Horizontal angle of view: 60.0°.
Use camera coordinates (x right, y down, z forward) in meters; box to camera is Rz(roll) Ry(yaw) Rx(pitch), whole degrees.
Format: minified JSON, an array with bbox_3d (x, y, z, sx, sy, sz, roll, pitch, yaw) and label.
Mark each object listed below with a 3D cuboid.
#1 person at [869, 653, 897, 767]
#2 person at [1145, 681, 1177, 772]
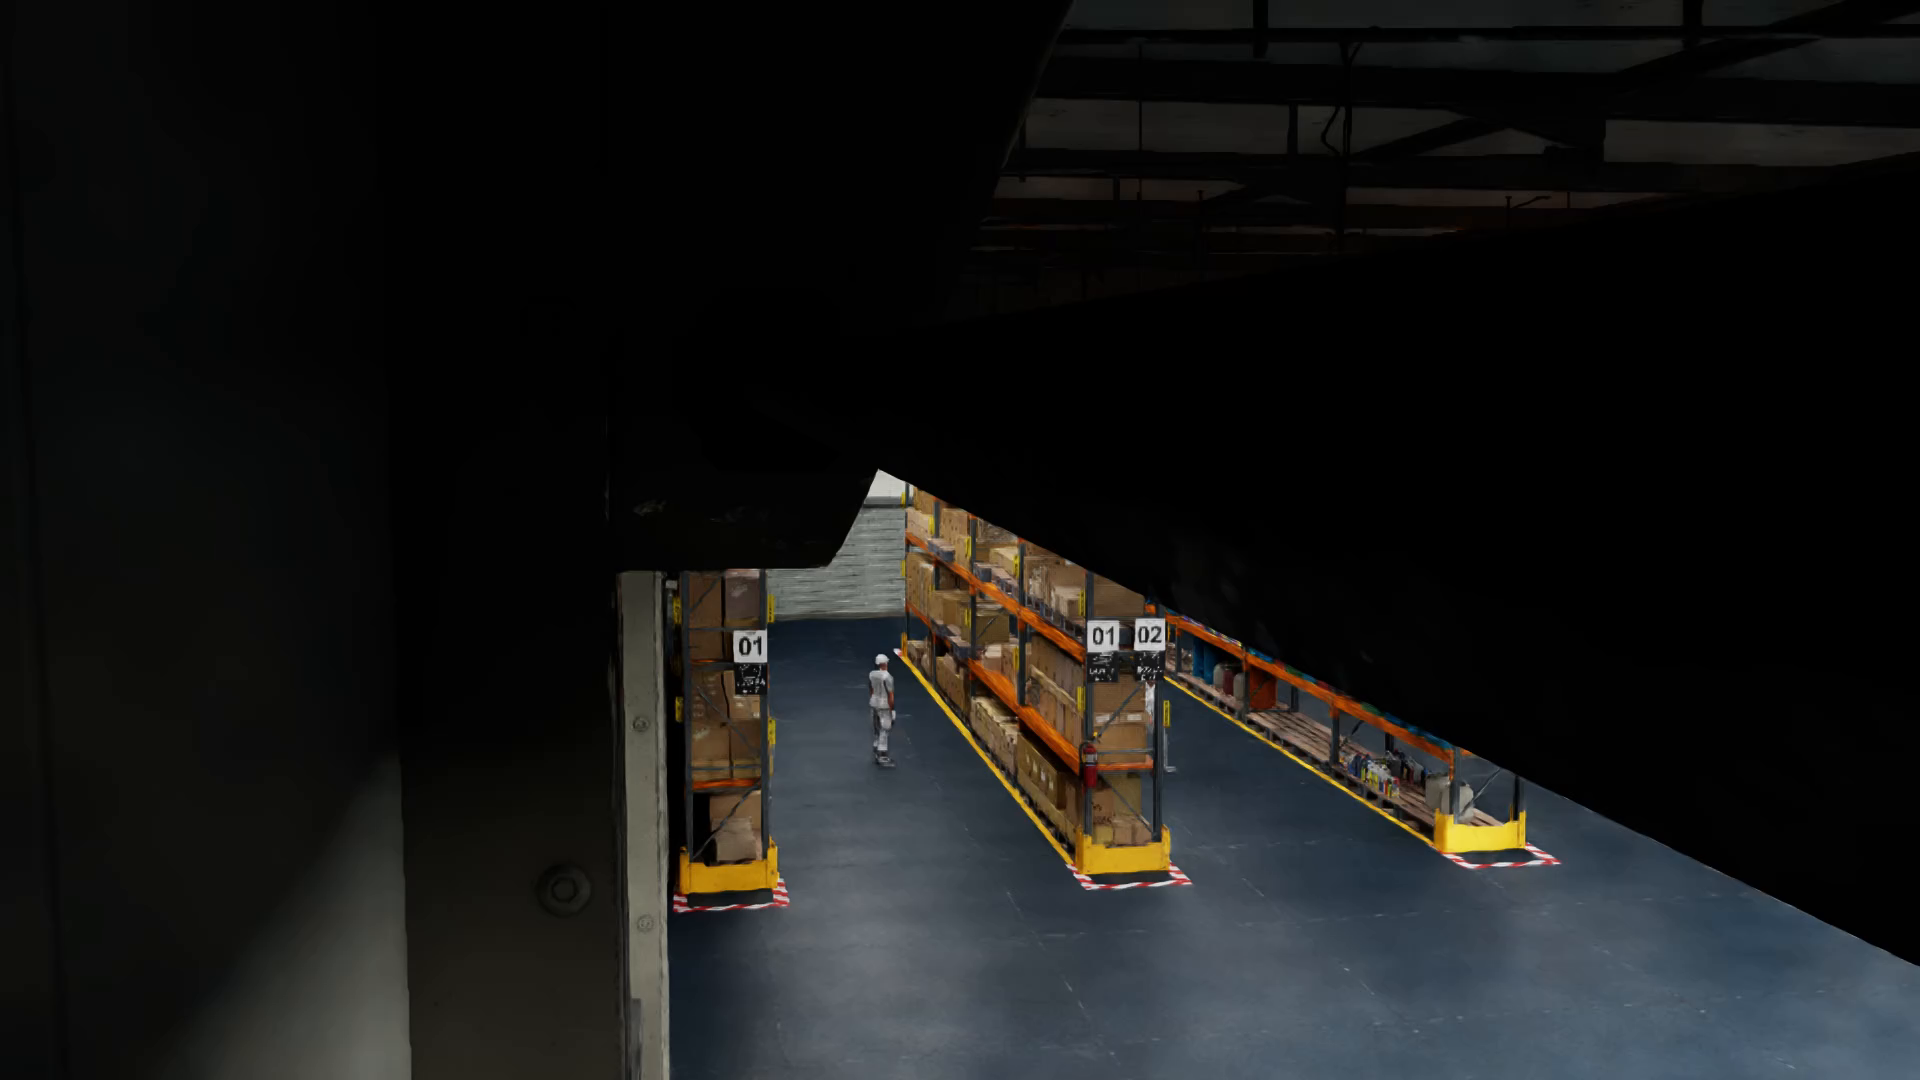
[{"bbox_3d":[-1.198,2.680,26.473,0.447,1.789,0.605,-5,8,-38],"label":"person"},{"bbox_3d":[2.922,2.781,26.045,0.700,1.690,0.863,-3,7,-27],"label":"person"}]
